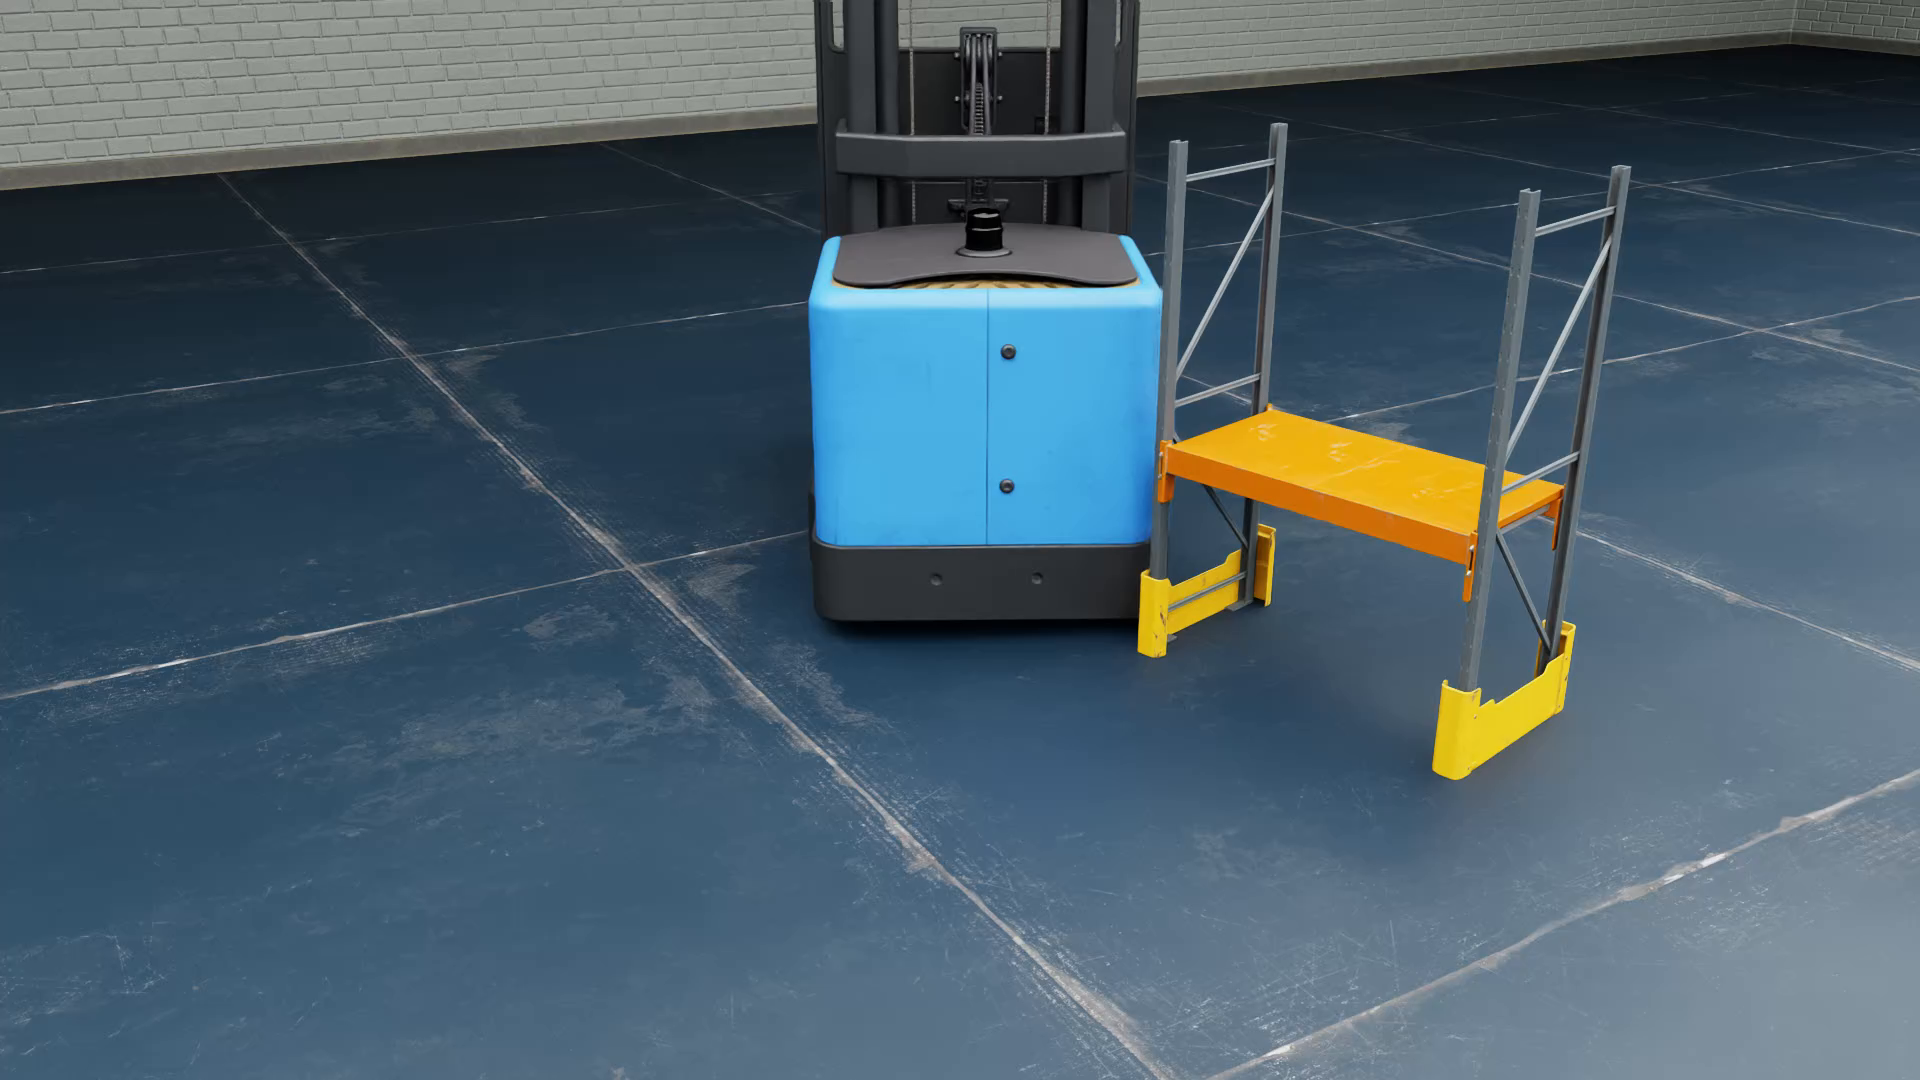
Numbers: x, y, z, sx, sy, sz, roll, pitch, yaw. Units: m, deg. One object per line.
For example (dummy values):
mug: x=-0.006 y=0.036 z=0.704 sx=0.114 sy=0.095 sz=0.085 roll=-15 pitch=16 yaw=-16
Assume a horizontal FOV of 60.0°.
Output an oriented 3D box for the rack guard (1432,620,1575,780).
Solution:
rack guard: x=1.460 y=0.418 z=4.451 sx=0.587 sy=0.250 sz=0.087 roll=-20 pitch=30 yaw=-40

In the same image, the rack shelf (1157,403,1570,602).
rack shelf: x=1.105 y=-0.131 z=4.619 sx=0.538 sy=0.185 sz=1.000 roll=-20 pitch=30 yaw=-40

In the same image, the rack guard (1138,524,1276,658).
rack guard: x=0.763 y=0.150 z=5.110 sx=0.587 sy=0.250 sz=0.087 roll=-20 pitch=30 yaw=-40

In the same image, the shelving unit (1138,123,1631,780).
shelving unit: x=1.112 y=-0.295 z=4.545 sx=0.587 sy=1.500 sz=1.083 roll=-20 pitch=30 yaw=-40

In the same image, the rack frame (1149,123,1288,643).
rack frame: x=0.750 y=-0.434 z=4.888 sx=0.500 sy=1.500 sz=0.032 roll=-20 pitch=30 yaw=-40

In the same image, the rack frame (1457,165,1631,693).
rack frame: x=1.461 y=-0.161 z=4.215 sx=0.500 sy=1.500 sz=0.032 roll=-20 pitch=30 yaw=-40

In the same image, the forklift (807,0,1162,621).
forklift: x=0.051 y=-1.619 z=5.902 sx=1.130 sy=2.935 sz=3.031 roll=0 pitch=22 yaw=-1
